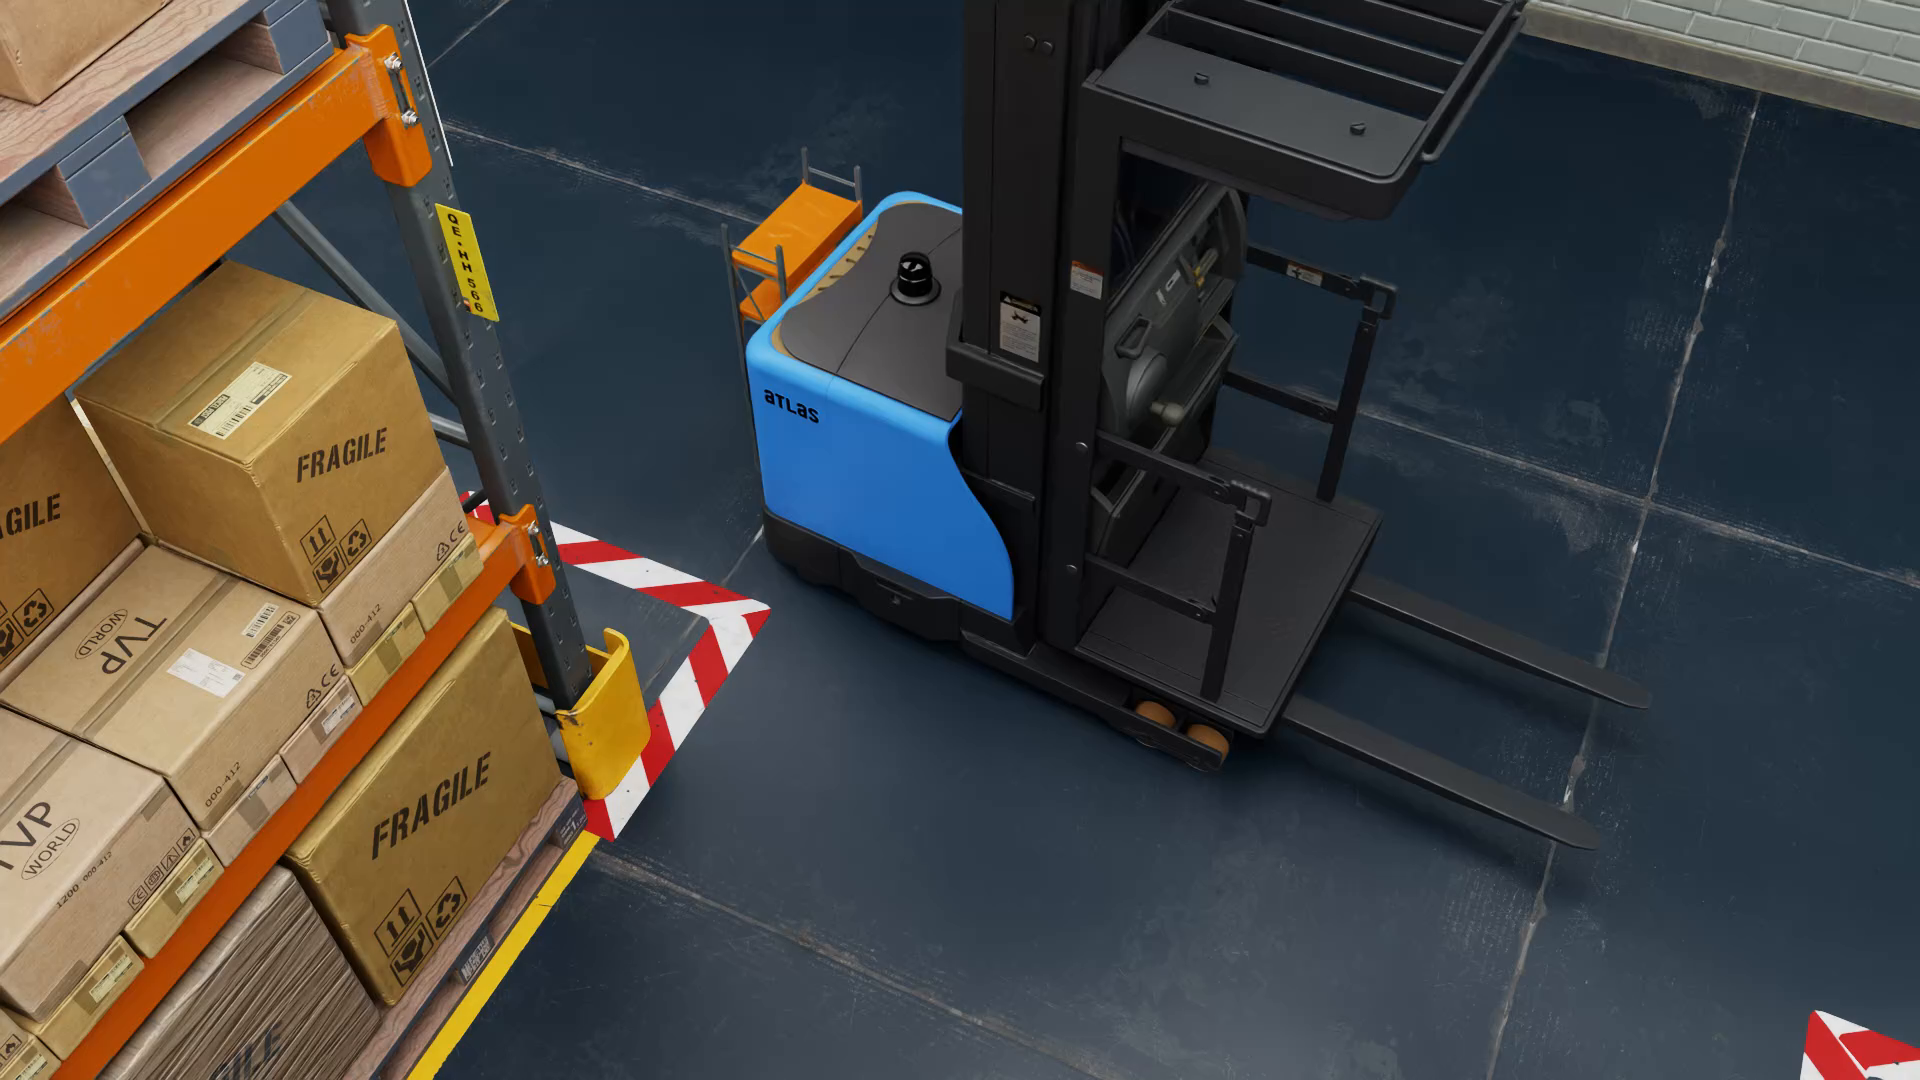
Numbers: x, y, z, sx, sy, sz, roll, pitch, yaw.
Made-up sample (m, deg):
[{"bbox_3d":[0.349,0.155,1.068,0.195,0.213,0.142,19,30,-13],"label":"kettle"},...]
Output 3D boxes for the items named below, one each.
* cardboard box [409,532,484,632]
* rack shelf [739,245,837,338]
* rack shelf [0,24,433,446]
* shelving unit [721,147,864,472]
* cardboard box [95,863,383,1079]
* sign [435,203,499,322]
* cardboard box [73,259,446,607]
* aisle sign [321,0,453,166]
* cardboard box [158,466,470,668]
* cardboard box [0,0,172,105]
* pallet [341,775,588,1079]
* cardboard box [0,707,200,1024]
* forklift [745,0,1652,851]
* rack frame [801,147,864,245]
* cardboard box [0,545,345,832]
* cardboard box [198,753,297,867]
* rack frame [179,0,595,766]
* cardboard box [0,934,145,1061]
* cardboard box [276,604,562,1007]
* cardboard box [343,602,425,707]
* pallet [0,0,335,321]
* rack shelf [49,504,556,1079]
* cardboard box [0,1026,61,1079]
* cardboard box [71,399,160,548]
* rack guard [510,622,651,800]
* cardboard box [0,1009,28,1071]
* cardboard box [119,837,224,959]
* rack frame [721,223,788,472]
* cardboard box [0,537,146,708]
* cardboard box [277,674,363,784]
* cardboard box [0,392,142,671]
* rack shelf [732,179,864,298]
[{"bbox_3d":[-1.501,0.050,4.403,0.380,0.149,0.250,21,53,17],"label":"cardboard box"},{"bbox_3d":[-0.571,-0.885,6.009,0.258,0.148,0.480,23,53,19],"label":"rack shelf"},{"bbox_3d":[-2.501,0.254,2.567,1.077,0.370,4.000,20,52,16],"label":"rack shelf"},{"bbox_3d":[-0.570,-0.783,6.127,0.258,1.200,0.503,23,53,19],"label":"shelving unit"},{"bbox_3d":[-2.236,1.262,4.326,0.875,0.875,0.875,20,52,16],"label":"cardboard box"},{"bbox_3d":[-1.162,-0.650,3.918,0.100,0.325,0.005,20,52,16],"label":"sign"},{"bbox_3d":[-1.617,-0.254,3.907,0.500,0.500,0.500,20,53,17],"label":"cardboard box"},{"bbox_3d":[-1.344,-1.179,3.576,0.394,0.787,0.004,20,52,16],"label":"aisle sign"},{"bbox_3d":[-1.614,-0.012,4.194,0.500,0.250,0.500,19,52,16],"label":"cardboard box"},{"bbox_3d":[-1.820,-1.182,2.909,0.700,0.500,0.500,17,52,14],"label":"cardboard box"},{"bbox_3d":[-1.917,1.096,5.179,1.003,0.211,1.213,20,52,16],"label":"pallet"},{"bbox_3d":[-2.048,0.688,3.598,0.500,0.250,0.500,18,52,15],"label":"cardboard box"},{"bbox_3d":[0.820,-0.640,4.870,3.031,2.935,1.130,24,54,19],"label":"forklift"},{"bbox_3d":[-0.448,-0.945,6.265,0.240,1.200,0.015,23,53,19],"label":"rack frame"},{"bbox_3d":[-1.831,0.337,3.897,0.500,0.250,0.500,19,52,15],"label":"cardboard box"},{"bbox_3d":[-1.827,0.574,3.957,0.380,0.149,0.250,21,53,17],"label":"cardboard box"},{"bbox_3d":[-1.646,-0.384,4.607,1.000,3.000,0.127,20,52,16],"label":"rack frame"},{"bbox_3d":[-2.046,0.932,3.652,0.380,0.149,0.250,20,52,16],"label":"cardboard box"},{"bbox_3d":[-1.848,0.635,4.860,0.875,0.875,0.875,20,52,16],"label":"cardboard box"},{"bbox_3d":[-1.610,0.229,4.250,0.380,0.149,0.250,20,53,16],"label":"cardboard box"},{"bbox_3d":[-1.954,-0.813,3.061,1.003,0.211,1.213,20,52,16],"label":"pallet"},{"bbox_3d":[-2.501,1.226,3.710,1.077,0.370,4.000,20,52,16],"label":"rack shelf"},{"bbox_3d":[-2.154,1.102,3.508,0.380,0.149,0.250,21,53,17],"label":"cardboard box"},{"bbox_3d":[-2.096,-0.189,4.345,0.500,0.250,0.500,19,52,15],"label":"cardboard box"},{"bbox_3d":[-1.636,0.409,5.573,1.175,0.500,0.348,20,52,16],"label":"rack guard"},{"bbox_3d":[-2.267,1.048,3.292,0.500,0.250,0.500,20,52,16],"label":"cardboard box"},{"bbox_3d":[-1.936,0.753,3.804,0.380,0.149,0.250,19,52,15],"label":"cardboard box"},{"bbox_3d":[-0.691,-0.622,5.990,0.240,1.200,0.015,23,53,19],"label":"rack frame"},{"bbox_3d":[-2.312,0.171,4.038,0.500,0.250,0.500,19,52,16],"label":"cardboard box"},{"bbox_3d":[-1.719,0.402,4.103,0.380,0.149,0.250,20,52,16],"label":"cardboard box"},{"bbox_3d":[-2.309,-0.088,3.766,0.500,0.500,0.500,19,52,15],"label":"cardboard box"},{"bbox_3d":[-0.572,-1.039,5.829,0.258,0.148,0.480,23,53,19],"label":"rack shelf"}]
